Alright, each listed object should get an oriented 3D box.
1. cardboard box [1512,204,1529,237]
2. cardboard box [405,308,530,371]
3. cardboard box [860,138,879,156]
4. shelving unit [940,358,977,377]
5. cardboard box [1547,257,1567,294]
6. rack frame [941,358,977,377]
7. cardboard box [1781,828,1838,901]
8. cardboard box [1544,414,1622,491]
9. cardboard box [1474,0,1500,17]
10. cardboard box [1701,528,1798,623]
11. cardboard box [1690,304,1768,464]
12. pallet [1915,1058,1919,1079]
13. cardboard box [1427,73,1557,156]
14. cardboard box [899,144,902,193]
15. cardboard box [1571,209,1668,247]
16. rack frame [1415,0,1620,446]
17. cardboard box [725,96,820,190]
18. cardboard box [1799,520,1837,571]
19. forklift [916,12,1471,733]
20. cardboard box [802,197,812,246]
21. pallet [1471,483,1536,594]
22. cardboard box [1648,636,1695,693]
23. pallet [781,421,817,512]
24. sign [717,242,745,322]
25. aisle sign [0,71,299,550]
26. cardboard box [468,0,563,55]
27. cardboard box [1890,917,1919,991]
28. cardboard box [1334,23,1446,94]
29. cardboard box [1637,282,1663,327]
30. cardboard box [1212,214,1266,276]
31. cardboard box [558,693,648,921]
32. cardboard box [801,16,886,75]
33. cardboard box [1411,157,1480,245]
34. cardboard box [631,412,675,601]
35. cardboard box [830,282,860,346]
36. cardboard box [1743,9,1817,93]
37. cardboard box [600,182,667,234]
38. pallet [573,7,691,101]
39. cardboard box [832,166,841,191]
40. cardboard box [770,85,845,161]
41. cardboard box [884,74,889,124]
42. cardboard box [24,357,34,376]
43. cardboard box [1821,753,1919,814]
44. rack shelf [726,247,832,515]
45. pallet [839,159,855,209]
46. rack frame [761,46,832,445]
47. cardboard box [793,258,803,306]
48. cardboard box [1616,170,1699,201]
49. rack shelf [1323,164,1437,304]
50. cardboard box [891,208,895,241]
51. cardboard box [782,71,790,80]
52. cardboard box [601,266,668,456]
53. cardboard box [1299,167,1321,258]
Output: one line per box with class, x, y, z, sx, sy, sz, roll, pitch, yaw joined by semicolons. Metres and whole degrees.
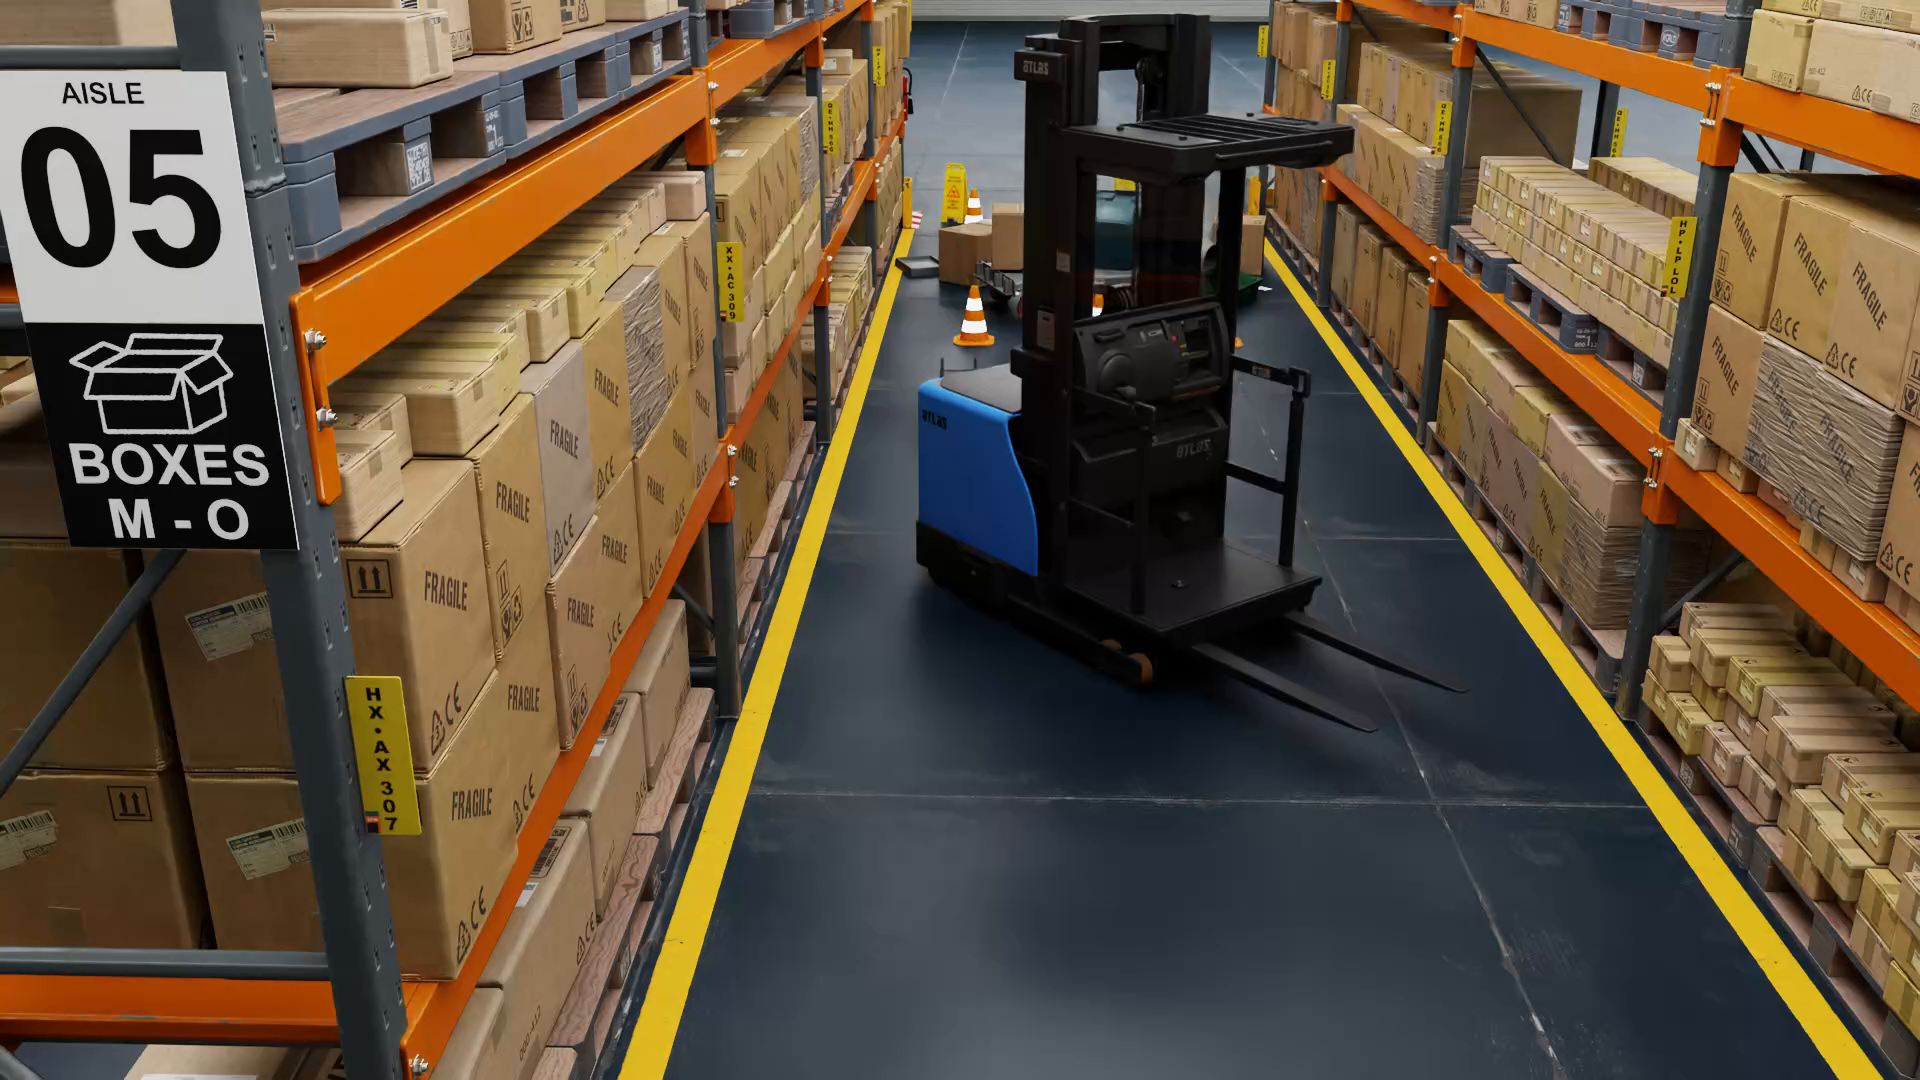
cardboard box;3.349;-1.803;9.386;0.380;0.149;0.250;1;21;2
cardboard box;-1.319;-0.489;4.227;0.380;0.149;0.250;1;21;2
cardboard box;-0.916;-3.502;14.755;0.380;0.149;0.250;1;21;1
shelving unit;-0.011;-0.475;9.299;0.215;1.050;0.252;1;21;1
cardboard box;3.320;-1.390;8.732;0.380;0.149;0.250;0;21;0
rack frame;-0.009;-0.519;9.413;0.200;1.050;0.008;1;21;1
cardboard box;3.130;1.133;5.823;0.380;0.149;0.250;0;21;0
cardboard box;3.260;-0.436;8.344;0.500;0.250;0.500;2;21;4
cardboard box;3.299;-3.286;9.566;0.500;0.500;0.500;1;21;2
cardboard box;3.749;0.107;7.981;0.500;0.500;0.500;1;21;4
cardboard box;3.194;-0.607;6.398;0.500;0.500;0.500;0;21;1
pallet;3.402;1.827;4.528;1.003;0.211;1.213;1;21;2
cardboard box;3.620;-2.902;11.342;0.700;0.500;0.500;0;21;1
cardboard box;-0.888;-3.926;17.684;0.500;0.500;0.500;1;21;2
cardboard box;3.319;-1.573;8.380;0.380;0.149;0.250;0;21;-1
rack frame;3.583;-2.044;10.651;1.000;3.000;0.127;1;21;2
cardboard box;-1.122;-2.385;10.009;0.500;0.500;0.500;0;21;0
cardboard box;3.149;-0.002;5.736;0.380;0.149;0.250;1;21;3
forklift;1.051;-0.875;7.733;1.130;2.935;3.031;-15;26;-34
cardboard box;-1.141;-1.862;9.698;0.500;0.250;0.500;0;21;0
pallet;3.518;-0.022;9.294;1.003;0.211;1.213;1;21;2
cardboard box;3.130;0.524;6.981;0.380;0.149;0.250;2;21;4
pallet;-1.467;-0.478;10.469;1.003;0.211;1.213;1;21;2
sign;-0.935;-1.051;6.785;0.100;0.325;0.005;1;21;2
aisle sign;-1.324;-0.353;2.697;0.394;0.787;0.004;1;21;2
cardboard box;-1.400;-1.585;4.462;0.500;0.500;0.500;1;21;3
cardboard box;3.087;1.273;5.050;0.380;0.149;0.250;1;21;2
cardboard box;3.750;-4.197;14.499;0.875;0.550;0.550;1;21;2
cardboard box;3.283;-1.057;7.461;0.380;0.149;0.250;1;21;2
cardboard box;2.726;-2.899;16.306;0.500;0.500;0.500;4;22;11
cardboard box;-1.643;0.932;5.941;0.875;0.438;0.875;0;21;0
cardboard box;-1.016;-4.317;14.576;0.700;0.500;0.500;0;21;1
cardboard box;3.328;-2.257;11.061;0.500;0.500;0.500;1;21;2
cardboard box;-1.259;-0.124;5.564;0.500;0.500;0.500;0;21;1
cardboard box;-1.298;-1.778;13.017;0.950;0.372;0.625;1;21;3
cardboard box;3.183;-1.762;5.984;0.500;0.250;0.500;2;21;4
cardboard box;-1.297;-1.222;6.115;0.380;0.149;0.250;1;21;3
pallet;-1.525;-1.677;5.681;1.003;0.211;1.213;1;21;2
cardboard box;-1.047;-2.556;11.736;0.380;0.149;0.250;1;21;2
cardboard box;-1.105;-2.984;11.943;0.500;0.500;0.500;1;21;3
cardboard box;-0.934;-4.213;15.691;0.500;0.500;0.500;0;21;1
cardboard box;-6.128;-0.991;10.811;0.500;0.500;0.500;1;21;3
cardboard box;3.217;0.856;5.714;0.380;0.149;0.250;0;21;-1
rack shelf;-1.429;-1.004;8.964;1.077;0.370;4.000;1;21;2
pallet;-1.349;-2.689;12.578;1.003;0.211;1.213;1;21;2
rack frame;-1.368;-2.062;10.697;1.000;3.000;0.127;1;21;2
cardboard box;-1.155;-1.440;9.301;0.500;0.250;0.500;0;21;1
cardboard box;4.008;-2.033;9.565;0.380;0.149;0.250;1;21;3
rack shelf;3.644;-2.432;12.645;1.077;0.370;4.000;1;21;2
cardboard box;-0.914;-3.197;16.843;0.500;0.250;0.500;0;21;0
cardboard box;-1.591;-3.364;12.921;0.500;0.500;0.500;1;21;1
cardboard box;-1.258;-0.588;5.376;0.500;0.500;0.500;1;21;2
cardboard box;3.817;-3.249;16.111;0.875;0.875;0.875;1;21;2
